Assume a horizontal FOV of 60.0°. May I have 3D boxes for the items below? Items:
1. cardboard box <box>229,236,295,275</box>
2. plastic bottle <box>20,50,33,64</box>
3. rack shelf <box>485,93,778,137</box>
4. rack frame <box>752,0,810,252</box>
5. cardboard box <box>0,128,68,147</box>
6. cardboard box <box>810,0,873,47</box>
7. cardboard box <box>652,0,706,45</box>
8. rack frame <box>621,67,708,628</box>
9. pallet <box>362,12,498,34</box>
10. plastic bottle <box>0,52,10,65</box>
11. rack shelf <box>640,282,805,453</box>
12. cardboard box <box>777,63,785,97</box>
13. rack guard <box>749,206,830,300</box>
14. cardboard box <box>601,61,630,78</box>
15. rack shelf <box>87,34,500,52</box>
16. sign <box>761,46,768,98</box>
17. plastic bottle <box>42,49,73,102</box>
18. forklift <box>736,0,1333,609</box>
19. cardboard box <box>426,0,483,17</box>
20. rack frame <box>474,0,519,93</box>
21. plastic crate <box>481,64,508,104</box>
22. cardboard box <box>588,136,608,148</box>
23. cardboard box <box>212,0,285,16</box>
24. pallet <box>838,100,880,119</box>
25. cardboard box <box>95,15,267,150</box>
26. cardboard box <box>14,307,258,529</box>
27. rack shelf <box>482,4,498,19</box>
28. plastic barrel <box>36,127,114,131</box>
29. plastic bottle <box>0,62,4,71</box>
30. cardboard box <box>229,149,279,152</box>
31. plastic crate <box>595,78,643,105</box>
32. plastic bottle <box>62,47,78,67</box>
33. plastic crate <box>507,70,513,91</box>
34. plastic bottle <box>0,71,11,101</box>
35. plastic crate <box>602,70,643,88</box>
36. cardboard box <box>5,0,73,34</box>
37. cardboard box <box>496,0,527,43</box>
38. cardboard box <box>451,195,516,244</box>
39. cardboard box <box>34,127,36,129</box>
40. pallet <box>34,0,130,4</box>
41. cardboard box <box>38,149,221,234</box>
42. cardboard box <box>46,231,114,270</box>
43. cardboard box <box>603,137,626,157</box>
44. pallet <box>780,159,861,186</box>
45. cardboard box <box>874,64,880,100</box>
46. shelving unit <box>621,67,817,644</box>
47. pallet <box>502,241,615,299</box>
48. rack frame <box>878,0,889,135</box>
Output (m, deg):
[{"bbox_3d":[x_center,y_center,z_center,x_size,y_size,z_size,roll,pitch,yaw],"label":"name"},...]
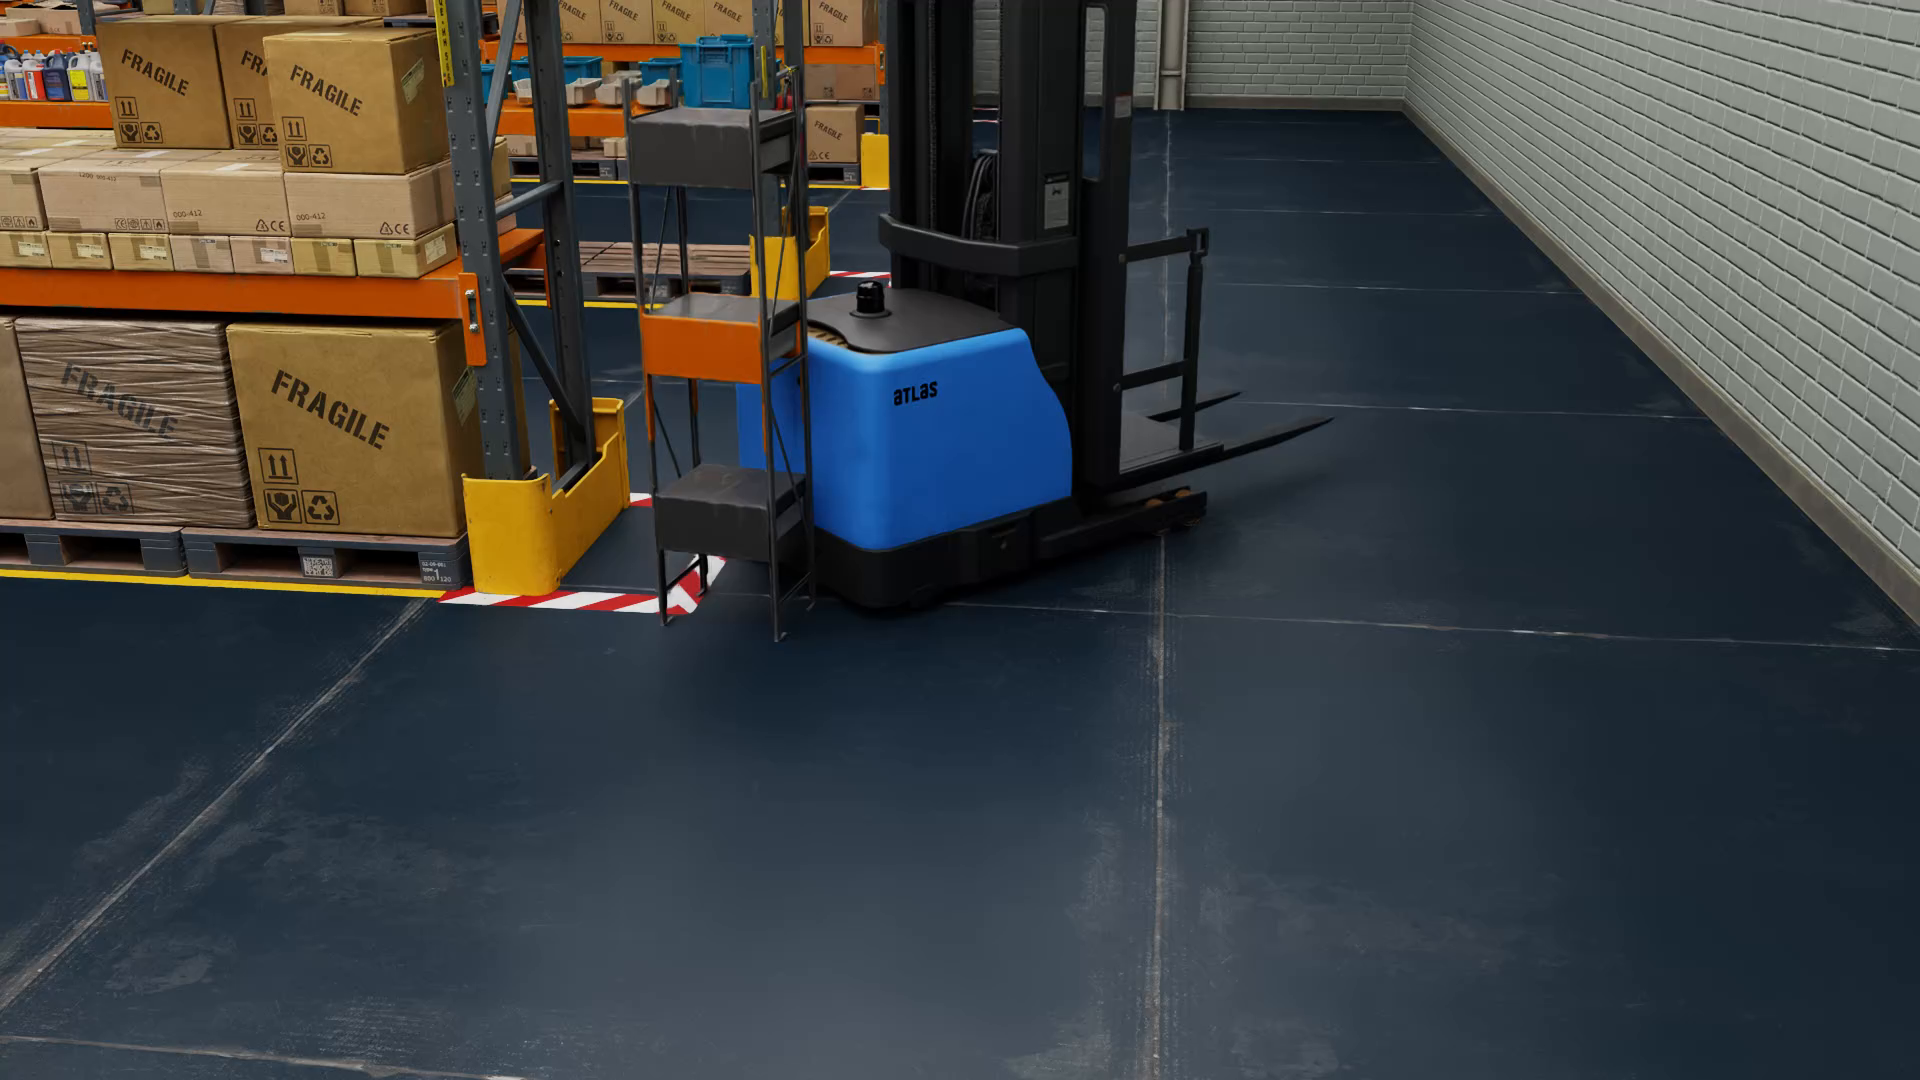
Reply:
[{"bbox_3d":[-2.715,-1.182,6.692,0.250,0.149,0.380,3,22,6],"label":"cardboard box"},{"bbox_3d":[-6.977,-3.532,12.469,0.097,0.271,0.097,0,22,0],"label":"plastic bottle"},{"bbox_3d":[-3.217,-2.942,11.780,4.000,0.370,1.077,2,22,6],"label":"rack shelf"},{"bbox_3d":[-1.231,-3.190,11.429,0.127,3.000,1.000,2,22,6],"label":"rack frame"},{"bbox_3d":[-4.296,-1.657,7.350,0.500,0.250,0.500,3,22,7],"label":"cardboard box"},{"bbox_3d":[-1.122,-4.965,15.783,0.500,0.500,0.500,3,22,8],"label":"cardboard box"},{"bbox_3d":[-2.632,-5.032,15.951,0.500,0.500,0.500,2,22,6],"label":"cardboard box"},{"bbox_3d":[-1.115,-0.699,6.351,0.015,2.100,0.400,7,23,16],"label":"rack frame"},{"bbox_3d":[-5.398,-5.157,16.665,1.213,0.211,1.003,2,22,6],"label":"pallet"},{"bbox_3d":[-7.090,-3.483,12.346,0.097,0.271,0.097,0,22,0],"label":"plastic bottle"},{"bbox_3d":[-0.882,-0.659,6.289,0.480,0.518,0.431,7,23,16],"label":"rack shelf"},{"bbox_3d":[-2.299,-5.897,21.106,0.500,0.500,0.700,3,22,8],"label":"cardboard box"},{"bbox_3d":[-1.206,-2.031,11.898,0.348,0.500,1.175,2,22,6],"label":"rack guard"},{"bbox_3d":[-4.698,-6.157,21.285,0.750,0.750,0.750,3,22,7],"label":"cardboard box"},{"bbox_3d":[-6.603,-4.924,16.792,4.000,0.370,1.077,2,22,6],"label":"rack shelf"},{"bbox_3d":[-1.280,-3.065,10.890,0.005,0.325,0.100,2,22,6],"label":"sign"},{"bbox_3d":[-6.338,-3.269,11.695,0.185,0.351,0.144,2,22,6],"label":"plastic bottle"},{"bbox_3d":[0.501,-1.514,7.282,3.031,2.935,1.130,-17,27,-36],"label":"forklift"},{"bbox_3d":[-5.061,-5.516,16.604,0.500,0.500,0.700,-5,22,-12],"label":"cardboard box"},{"bbox_3d":[-4.617,-5.172,16.441,0.127,3.000,1.000,2,22,6],"label":"rack frame"},{"bbox_3d":[-3.301,-3.136,11.437,0.300,0.233,0.416,2,22,6],"label":"plastic crate"},{"bbox_3d":[-3.638,-4.135,17.098,0.250,0.149,0.380,2,22,6],"label":"cardboard box"},{"bbox_3d":[-7.065,-5.491,16.542,0.500,0.500,0.700,7,23,16],"label":"cardboard box"},{"bbox_3d":[-0.869,-5.516,21.106,1.213,0.211,1.003,2,22,6],"label":"pallet"},{"bbox_3d":[-3.271,-1.960,7.098,0.500,0.500,0.500,2,22,5],"label":"cardboard box"},{"bbox_3d":[-3.363,-0.627,7.264,0.875,0.875,0.875,2,22,6],"label":"cardboard box"},{"bbox_3d":[-6.024,-6.732,21.367,4.000,0.370,1.077,2,22,6],"label":"rack shelf"},{"bbox_3d":[-6.445,-2.643,12.328,0.708,0.901,0.600,2,22,6],"label":"plastic barrel"},{"bbox_3d":[-6.864,-3.302,11.888,0.097,0.271,0.097,0,22,0],"label":"plastic bottle"},{"bbox_3d":[-2.776,-1.590,7.181,0.500,0.250,0.500,2,22,6],"label":"cardboard box"},{"bbox_3d":[-2.349,-3.082,11.434,0.243,0.136,0.396,2,22,6],"label":"plastic crate"},{"bbox_3d":[-6.321,-3.321,11.828,0.185,0.351,0.144,2,22,6],"label":"plastic bottle"},{"bbox_3d":[-3.439,-3.303,11.992,0.466,0.136,0.293,2,22,6],"label":"plastic crate"},{"bbox_3d":[-6.749,-3.208,11.746,0.097,0.201,0.097,0,22,0],"label":"plastic bottle"},{"bbox_3d":[-2.420,-3.300,11.984,0.298,0.136,0.250,2,22,6],"label":"plastic crate"},{"bbox_3d":[-9.455,-5.413,17.172,0.500,0.311,0.500,2,22,6],"label":"cardboard box"},{"bbox_3d":[-4.143,-5.097,16.115,0.500,0.500,0.500,3,22,8],"label":"cardboard box"},{"bbox_3d":[-2.128,-1.401,7.245,0.250,0.149,0.380,3,22,7],"label":"cardboard box"},{"bbox_3d":[-9.140,-4.195,17.140,0.500,0.250,0.500,3,22,8],"label":"cardboard box"},{"bbox_3d":[-11.240,-7.151,21.709,1.213,0.211,1.003,2,22,6],"label":"pallet"},{"bbox_3d":[-3.336,-1.419,6.748,0.500,0.250,0.500,2,22,4],"label":"cardboard box"},{"bbox_3d":[-3.479,-1.215,6.775,0.250,0.149,0.380,3,22,6],"label":"cardboard box"},{"bbox_3d":[-3.365,-3.928,16.550,0.250,0.166,0.380,2,22,6],"label":"cardboard box"},{"bbox_3d":[-1.512,-3.739,16.611,1.213,0.211,1.003,2,22,6],"label":"pallet"},{"bbox_3d":[-0.772,-5.834,20.945,0.500,0.500,0.700,2,22,6],"label":"cardboard box"},{"bbox_3d":[-0.882,-0.672,6.284,0.503,2.100,0.431,7,23,16],"label":"shelving unit"},{"bbox_3d":[-3.254,-1.997,12.204,1.213,0.211,1.003,2,22,6],"label":"pallet"},{"bbox_3d":[-0.645,-4.999,16.003,0.127,3.000,1.000,2,22,6],"label":"rack frame"}]
